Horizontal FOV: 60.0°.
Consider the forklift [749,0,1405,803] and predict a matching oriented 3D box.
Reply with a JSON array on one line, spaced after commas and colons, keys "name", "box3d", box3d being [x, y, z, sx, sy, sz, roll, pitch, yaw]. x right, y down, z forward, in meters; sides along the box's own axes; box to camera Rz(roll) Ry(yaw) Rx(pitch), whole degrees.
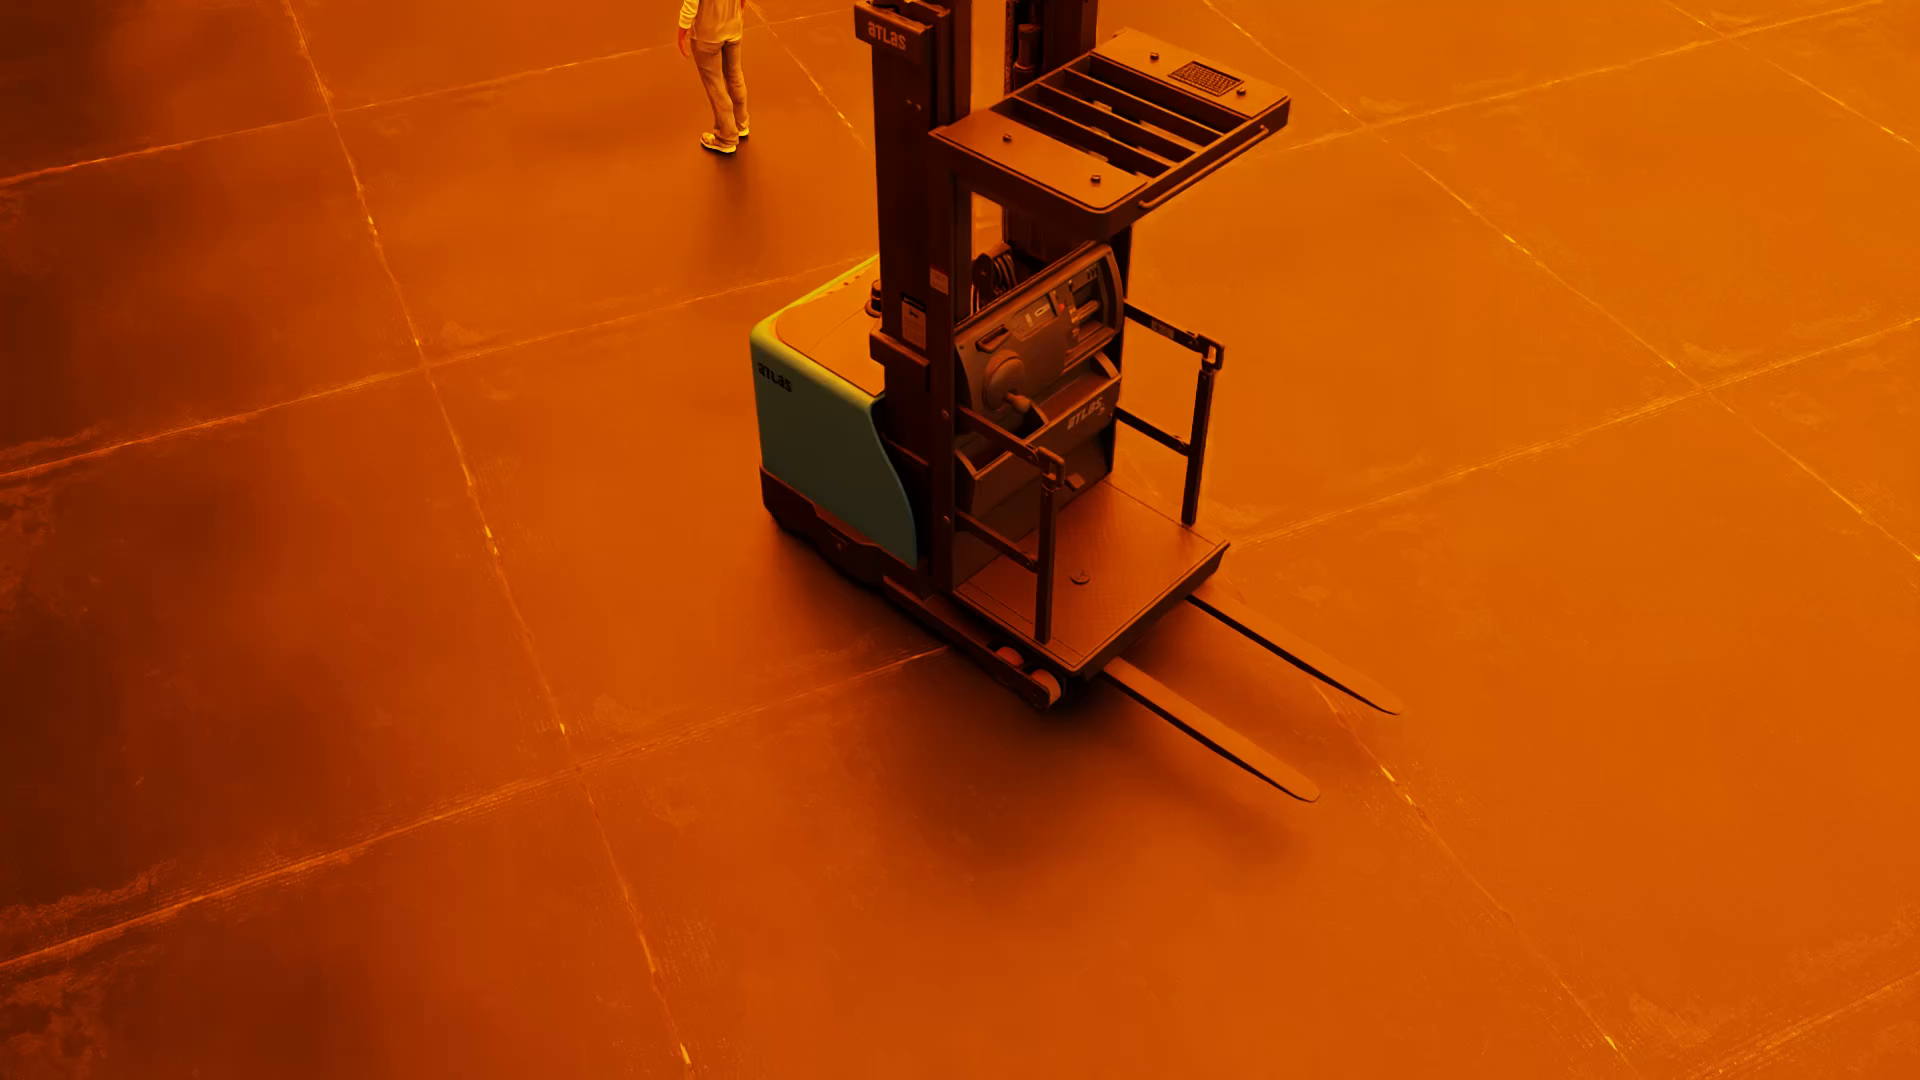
[{"name": "forklift", "box3d": [0.482, -0.765, 6.500, 3.031, 2.935, 1.130, 32, 52, 30]}]

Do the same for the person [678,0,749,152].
[{"name": "person", "box3d": [-1.498, -3.068, 9.934, 0.520, 1.597, 0.475, -34, 53, -31]}]
